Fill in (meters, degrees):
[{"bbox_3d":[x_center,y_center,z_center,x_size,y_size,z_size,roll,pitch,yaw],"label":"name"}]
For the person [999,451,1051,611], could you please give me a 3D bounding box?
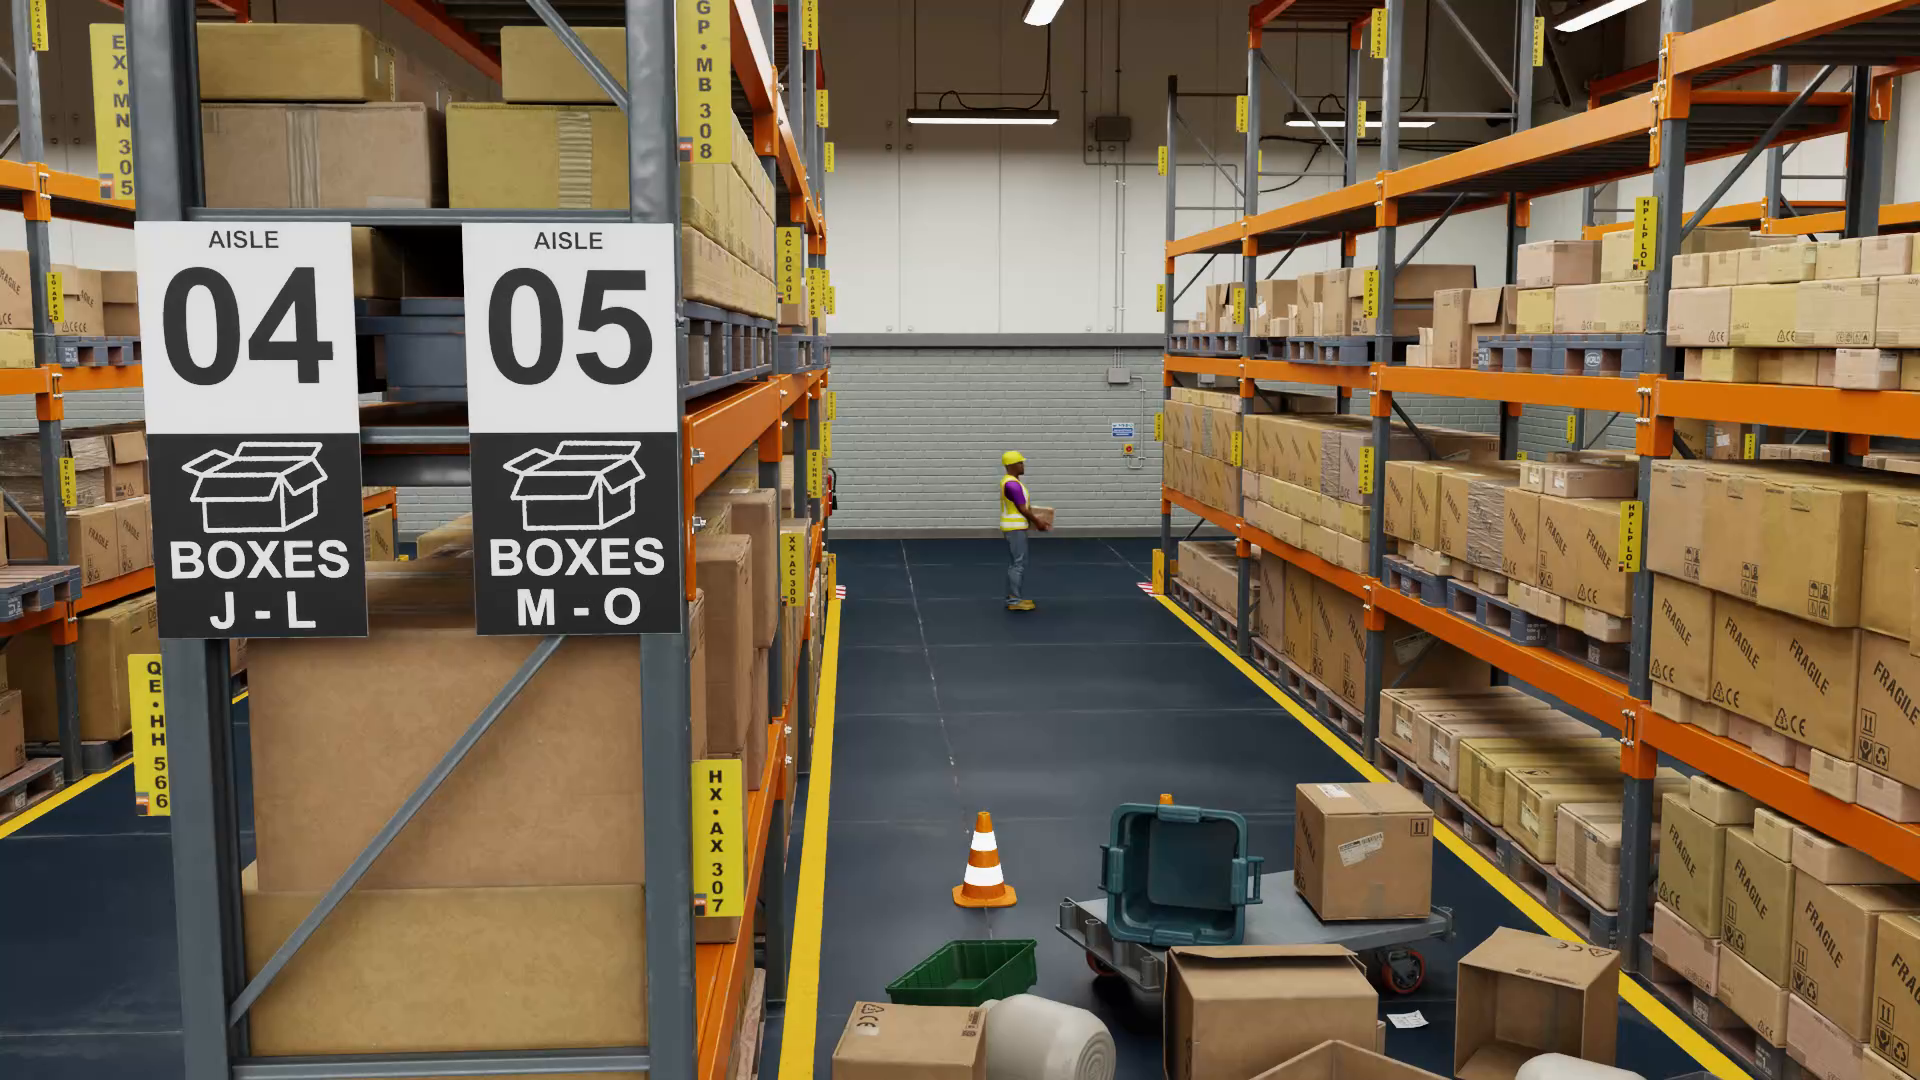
[{"bbox_3d":[0.719,-0.113,18.586,0.565,1.769,0.528,0,7,-4],"label":"person"}]
